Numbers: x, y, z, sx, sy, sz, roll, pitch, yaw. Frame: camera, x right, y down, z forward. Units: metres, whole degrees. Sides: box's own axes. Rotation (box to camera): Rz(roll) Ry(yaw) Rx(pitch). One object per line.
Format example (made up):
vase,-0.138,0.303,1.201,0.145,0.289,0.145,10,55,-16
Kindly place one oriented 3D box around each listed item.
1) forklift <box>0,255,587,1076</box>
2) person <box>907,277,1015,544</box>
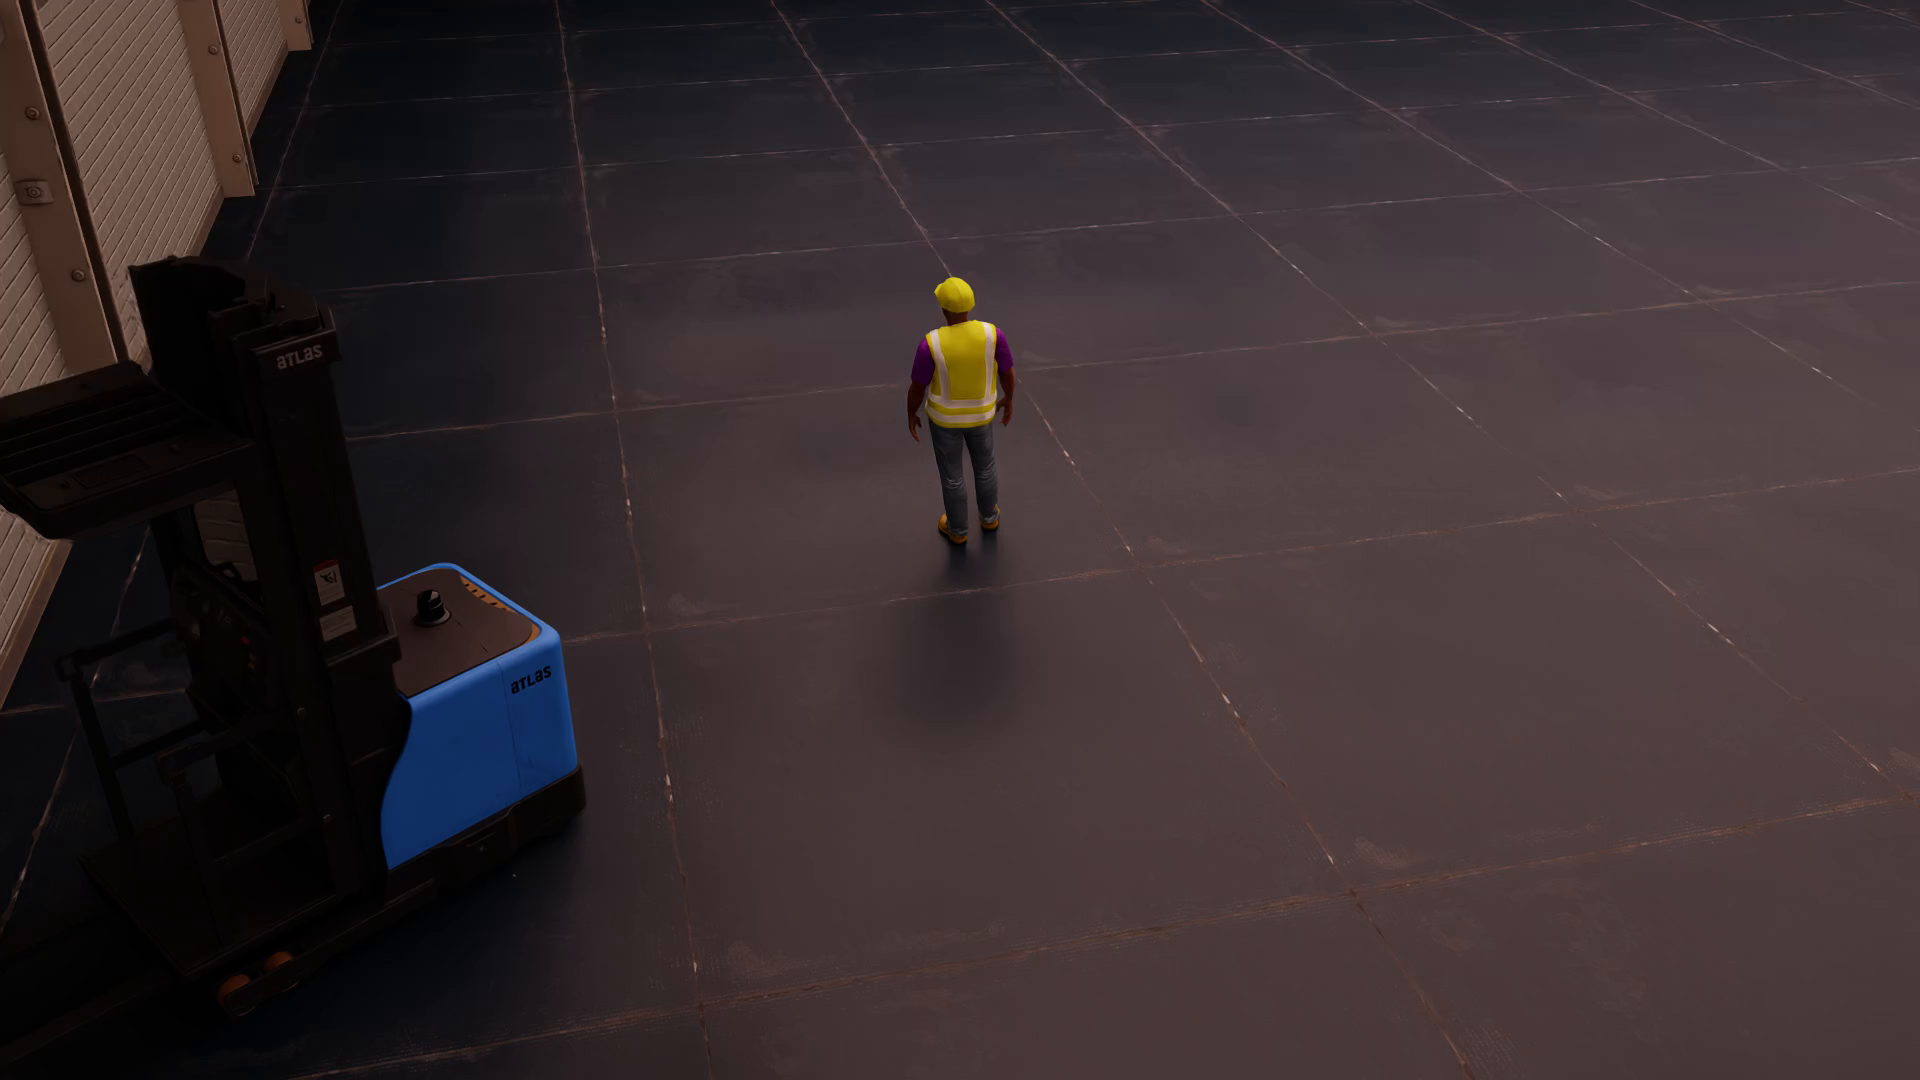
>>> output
forklift,-3.208,0.450,6.798,1.130,2.935,3.031,26,39,37
person,-0.012,-0.805,10.114,0.666,1.768,0.575,-7,31,-12
